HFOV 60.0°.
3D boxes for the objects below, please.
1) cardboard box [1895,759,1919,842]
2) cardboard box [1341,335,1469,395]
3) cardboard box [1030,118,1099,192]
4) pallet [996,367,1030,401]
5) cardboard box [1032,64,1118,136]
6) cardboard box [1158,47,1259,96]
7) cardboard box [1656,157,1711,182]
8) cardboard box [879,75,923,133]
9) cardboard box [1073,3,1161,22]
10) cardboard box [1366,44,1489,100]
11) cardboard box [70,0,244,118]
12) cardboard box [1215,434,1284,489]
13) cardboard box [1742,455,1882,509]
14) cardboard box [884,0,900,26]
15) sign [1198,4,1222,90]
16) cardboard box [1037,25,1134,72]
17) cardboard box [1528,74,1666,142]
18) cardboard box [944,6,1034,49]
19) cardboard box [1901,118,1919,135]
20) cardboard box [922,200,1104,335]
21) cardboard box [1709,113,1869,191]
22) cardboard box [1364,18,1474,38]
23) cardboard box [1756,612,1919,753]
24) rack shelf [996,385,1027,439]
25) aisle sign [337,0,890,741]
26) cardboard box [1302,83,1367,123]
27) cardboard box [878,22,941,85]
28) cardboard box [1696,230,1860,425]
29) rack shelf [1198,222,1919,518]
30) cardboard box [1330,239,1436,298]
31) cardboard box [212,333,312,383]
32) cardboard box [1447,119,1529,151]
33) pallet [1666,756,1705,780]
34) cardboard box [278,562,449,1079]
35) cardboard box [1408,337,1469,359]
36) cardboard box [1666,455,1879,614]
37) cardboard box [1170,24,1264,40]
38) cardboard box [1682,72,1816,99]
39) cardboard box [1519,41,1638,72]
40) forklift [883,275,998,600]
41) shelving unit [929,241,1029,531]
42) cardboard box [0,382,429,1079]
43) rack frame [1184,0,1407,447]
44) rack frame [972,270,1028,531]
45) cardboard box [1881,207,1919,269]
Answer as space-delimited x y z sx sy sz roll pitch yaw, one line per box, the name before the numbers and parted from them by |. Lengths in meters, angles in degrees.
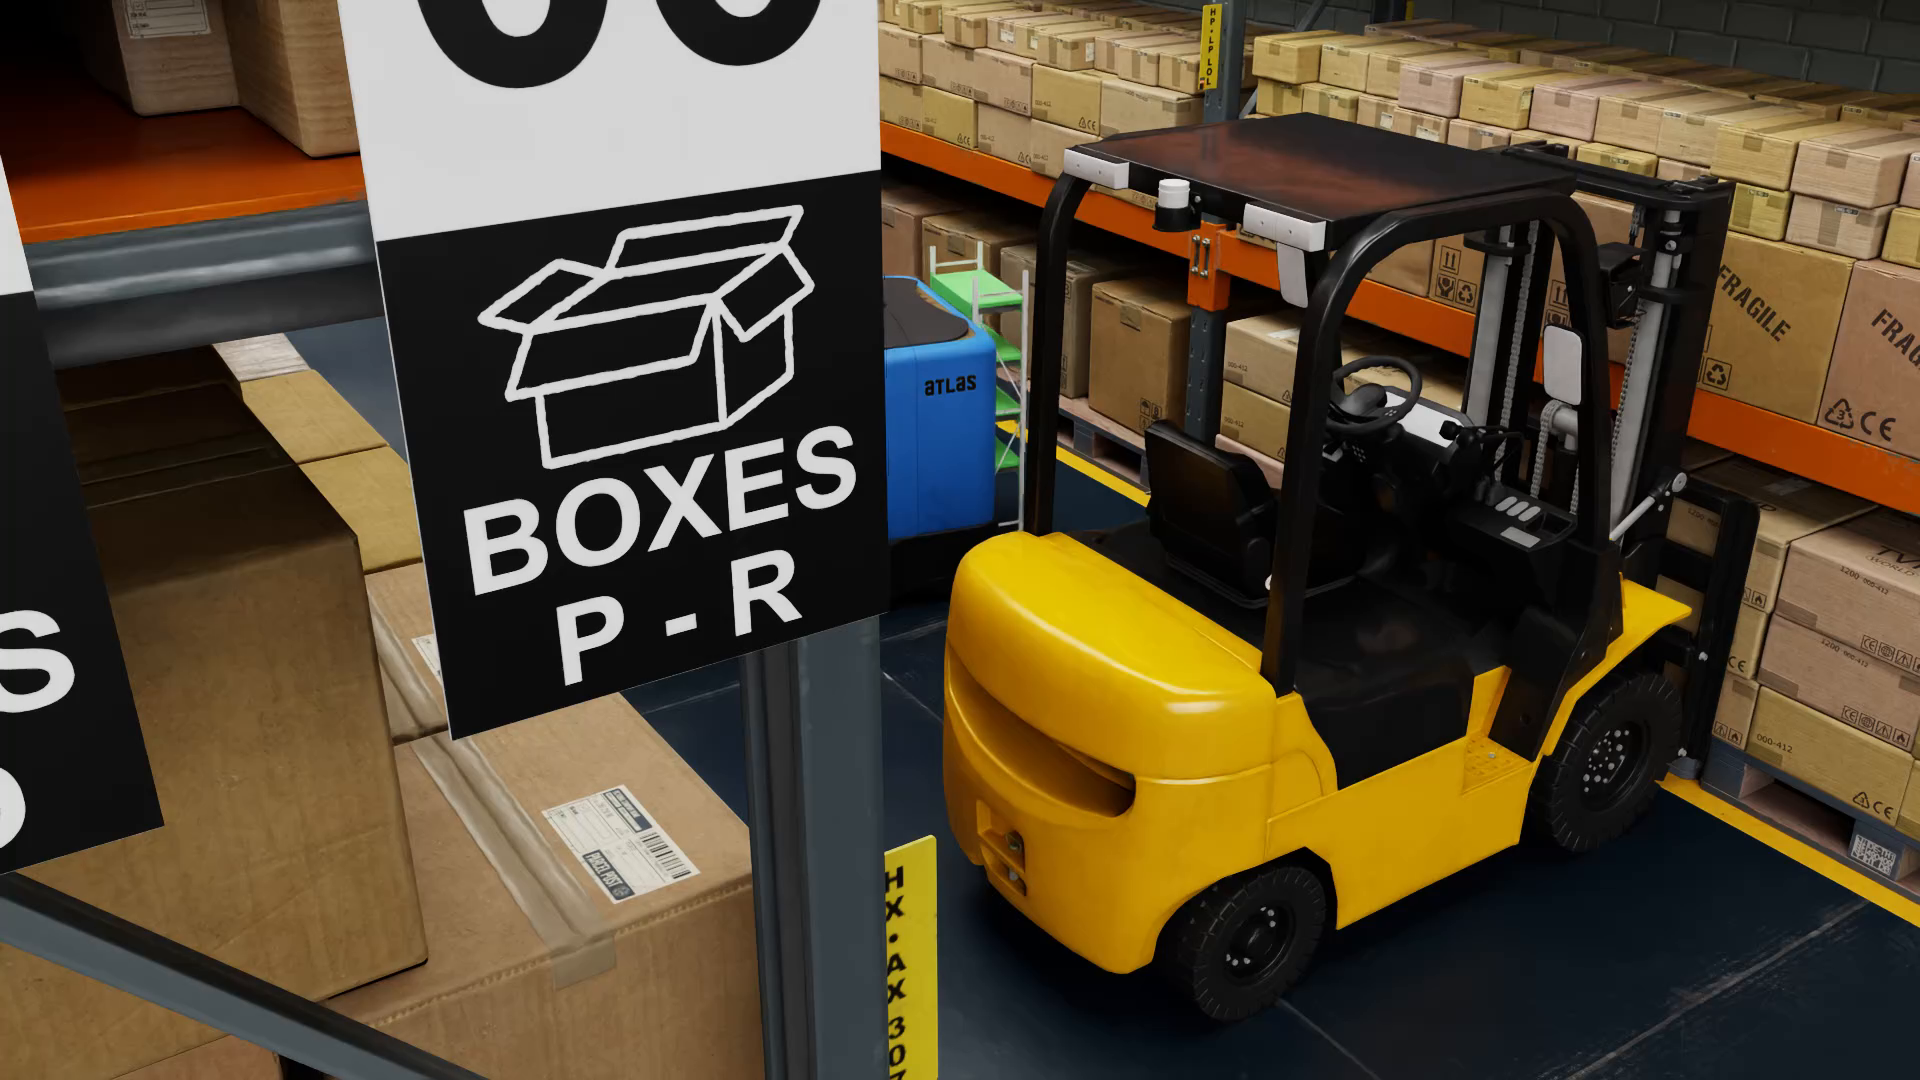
cardboard box | 3.114 0.779 4.814 0.500 0.250 0.500 -15 29 -29
cardboard box | 1.723 -0.578 6.517 0.500 0.250 0.500 -15 29 -29
cardboard box | 0.678 -1.840 7.810 0.500 0.250 0.500 -16 29 -30
pallet | 0.346 -1.041 9.207 1.003 0.211 1.213 -16 29 -30
cardboard box | 0.682 -2.067 7.705 0.500 0.250 0.500 -16 30 -31
cardboard box | 1.079 -2.019 7.137 0.380 0.149 0.250 -14 29 -28
cardboard box | 2.429 -1.140 5.275 0.380 0.149 0.250 -16 30 -30
cardboard box | -0.137 -2.394 8.983 0.500 0.250 0.500 -17 30 -31
cardboard box | 0.787 -2.593 8.352 0.380 0.149 0.250 -16 30 -30
cardboard box | 1.742 -1.739 6.194 0.380 0.149 0.250 -16 30 -31
cardboard box | -0.649 -0.532 1.643 0.380 0.149 0.250 -17 30 -31
cardboard box | 1.438 -0.307 7.115 0.500 0.250 0.500 -15 29 -29
cardboard box | 2.991 -0.153 5.619 0.500 0.250 0.500 -16 30 -30
cardboard box | -0.181 -2.842 8.880 0.380 0.149 0.250 -15 29 -29
sign | 1.002 -1.968 6.642 0.100 0.325 0.005 -16 29 -30
cardboard box | 0.578 -2.270 7.669 0.380 0.149 0.250 -17 30 -31
cardboard box | 2.146 -1.458 5.599 0.380 0.149 0.250 -16 29 -30
cardboard box | 0.147 -2.546 8.253 0.380 0.149 0.250 -16 30 -31
cardboard box | 3.072 -1.196 5.043 0.380 0.149 0.250 -15 29 -28
cardboard box | 0.328 -1.458 9.115 0.875 0.625 0.625 -17 30 -32
cardboard box | 2.482 -1.165 4.978 0.380 0.149 0.250 -15 29 -29
cardboard box | 1.879 -2.040 6.831 0.380 0.149 0.250 -15 29 -29
cardboard box | 2.842 0.365 5.107 0.500 0.250 0.500 -16 30 -30
rack shelf | 0.074 -0.571 7.205 0.258 0.148 0.480 -10 27 -19
aisle sign | -0.228 -0.247 1.215 0.394 0.787 0.004 -16 29 -30
cardboard box | 1.547 -1.681 6.421 0.380 0.149 0.250 -15 29 -28
cardboard box | -0.152 -2.613 8.861 0.500 0.250 0.500 -16 30 -31
cardboard box | 2.591 -0.711 5.124 0.500 0.500 0.500 -16 30 -31
rack shelf | 2.543 -0.570 5.786 1.077 0.370 4.000 -16 29 -30
cardboard box | 1.773 -1.254 6.274 0.500 0.500 0.500 -15 29 -29
cardboard box | -1.681 -0.164 3.618 0.500 0.500 0.500 -15 29 -28
cardboard box | 1.928 -1.395 5.814 0.380 0.149 0.250 -16 30 -30
pallet | 2.520 0.382 6.194 1.003 0.211 1.213 -16 29 -30
cardboard box | -0.834 0.380 2.465 0.500 0.500 0.500 -15 29 -28
cardboard box | 2.171 -0.700 6.777 0.500 0.250 0.500 -16 30 -30
cardboard box | 2.555 -0.030 5.357 0.500 0.250 0.500 -15 29 -29
cardboard box | 1.201 -2.322 7.779 0.380 0.149 0.250 -16 29 -30
cardboard box | 2.663 -1.476 5.638 0.380 0.149 0.250 -15 29 -28
cardboard box | 2.326 -1.774 6.268 0.380 0.149 0.250 -16 30 -31
forklift | -1.416 -1.093 6.133 3.031 2.935 1.130 -9 27 -19
shelving unit | 0.074 -0.629 7.177 0.258 1.200 0.503 -10 27 -19
cardboard box | -0.984 0.215 1.644 0.700 0.500 0.500 -16 30 -31
rack frame | 1.451 -1.610 7.147 1.000 3.000 0.127 -16 29 -30
rack frame | 0.164 -0.532 6.972 0.240 1.200 0.015 -10 27 -19
cardboard box | 2.830 -0.860 4.680 0.380 0.149 0.250 -16 30 -30
